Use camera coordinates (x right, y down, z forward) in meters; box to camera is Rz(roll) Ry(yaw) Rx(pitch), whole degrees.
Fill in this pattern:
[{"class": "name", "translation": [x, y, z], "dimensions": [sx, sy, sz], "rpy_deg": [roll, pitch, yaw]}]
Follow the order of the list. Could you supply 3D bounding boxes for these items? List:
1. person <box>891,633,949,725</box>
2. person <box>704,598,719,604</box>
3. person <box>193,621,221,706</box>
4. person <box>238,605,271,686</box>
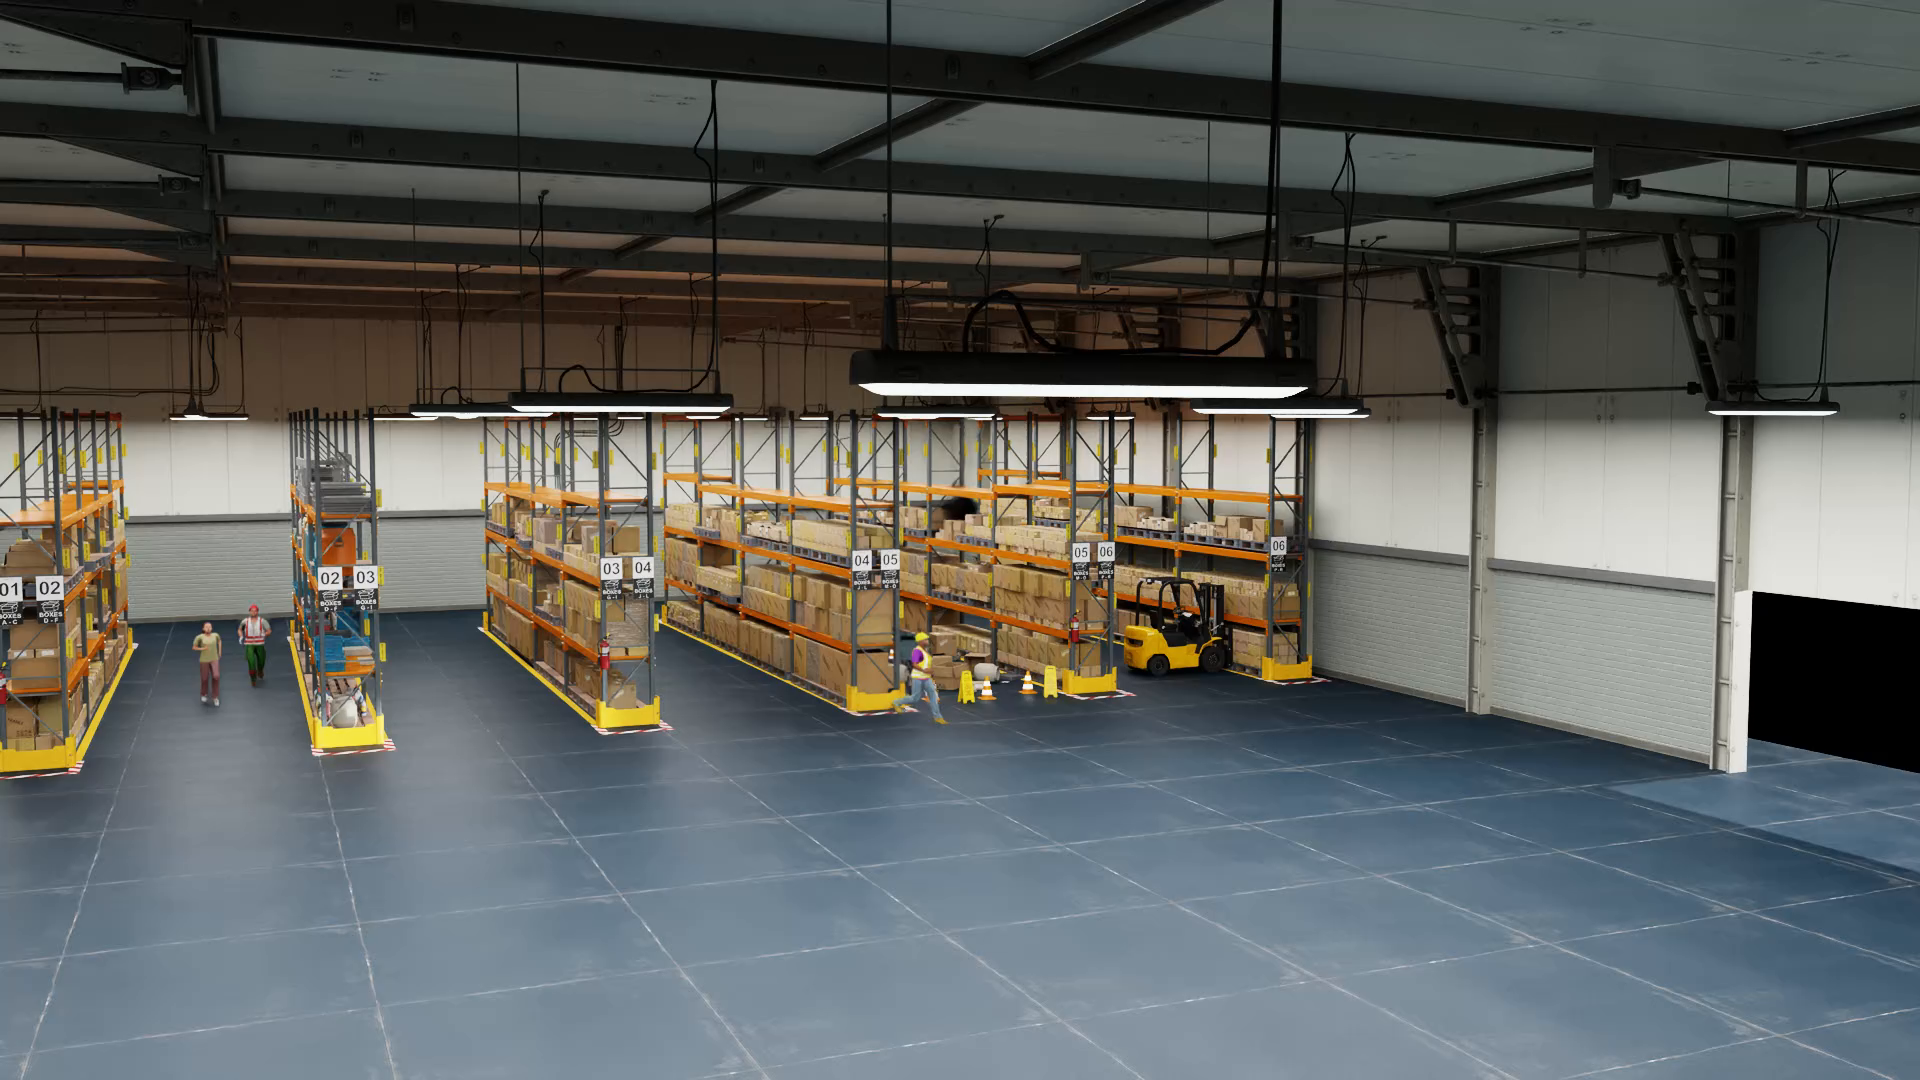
[{"class": "person", "translation": [-0.767, 2.641, 31.648], "dimensions": [1.139, 1.763, 0.666], "rpy_deg": [2, 4, 23]}, {"class": "person", "translation": [-7.385, 1.499, 49.382], "dimensions": [0.598, 1.554, 0.522], "rpy_deg": [-3, 5, -32]}, {"class": "person", "translation": [-15.338, 2.508, 33.905], "dimensions": [0.591, 1.731, 0.758], "rpy_deg": [-3, 5, -35]}, {"class": "person", "translation": [-15.467, 2.296, 36.458], "dimensions": [0.676, 1.754, 0.825], "rpy_deg": [-2, 4, -21]}]
